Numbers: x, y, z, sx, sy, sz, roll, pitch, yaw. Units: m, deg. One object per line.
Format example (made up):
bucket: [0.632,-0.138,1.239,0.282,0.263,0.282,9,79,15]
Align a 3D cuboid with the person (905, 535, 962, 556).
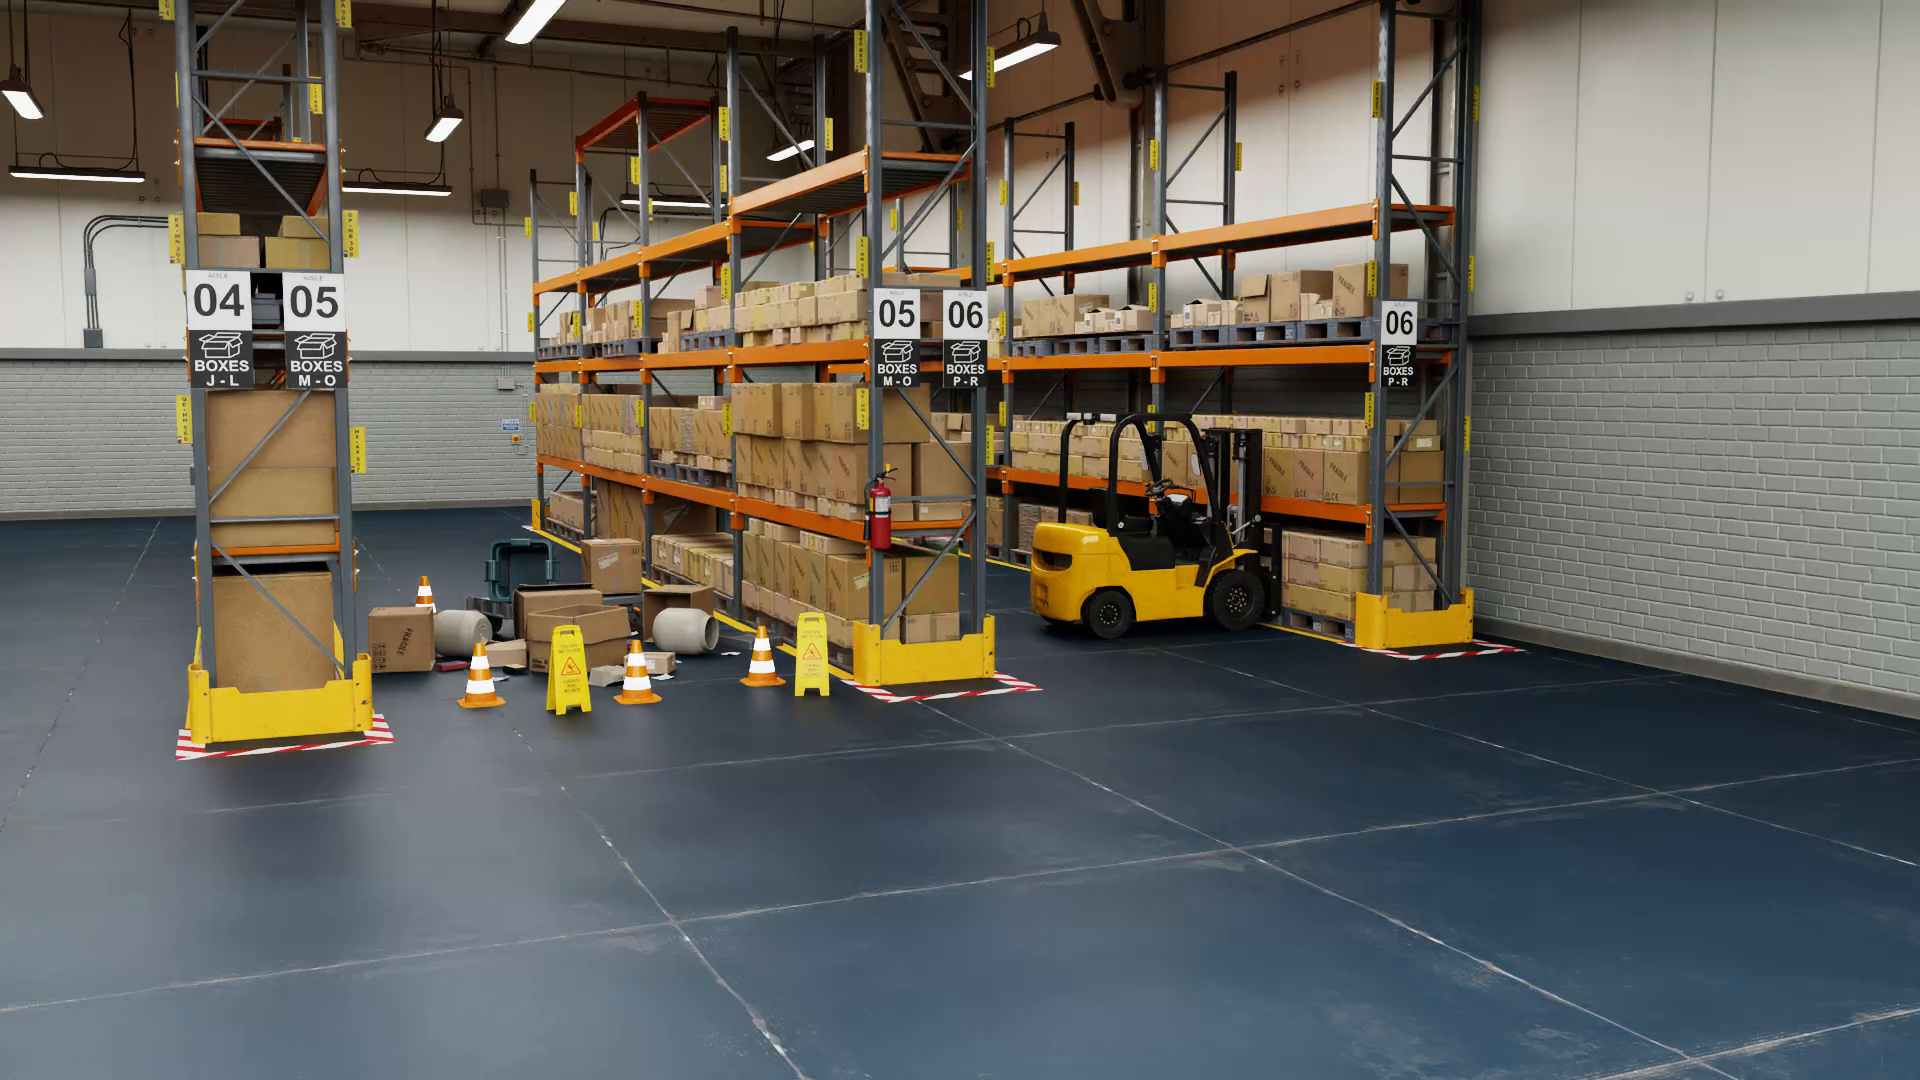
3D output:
person: [-0.335,0.268,17.588,0.518,1.060,0.962,-3,6,-28]
